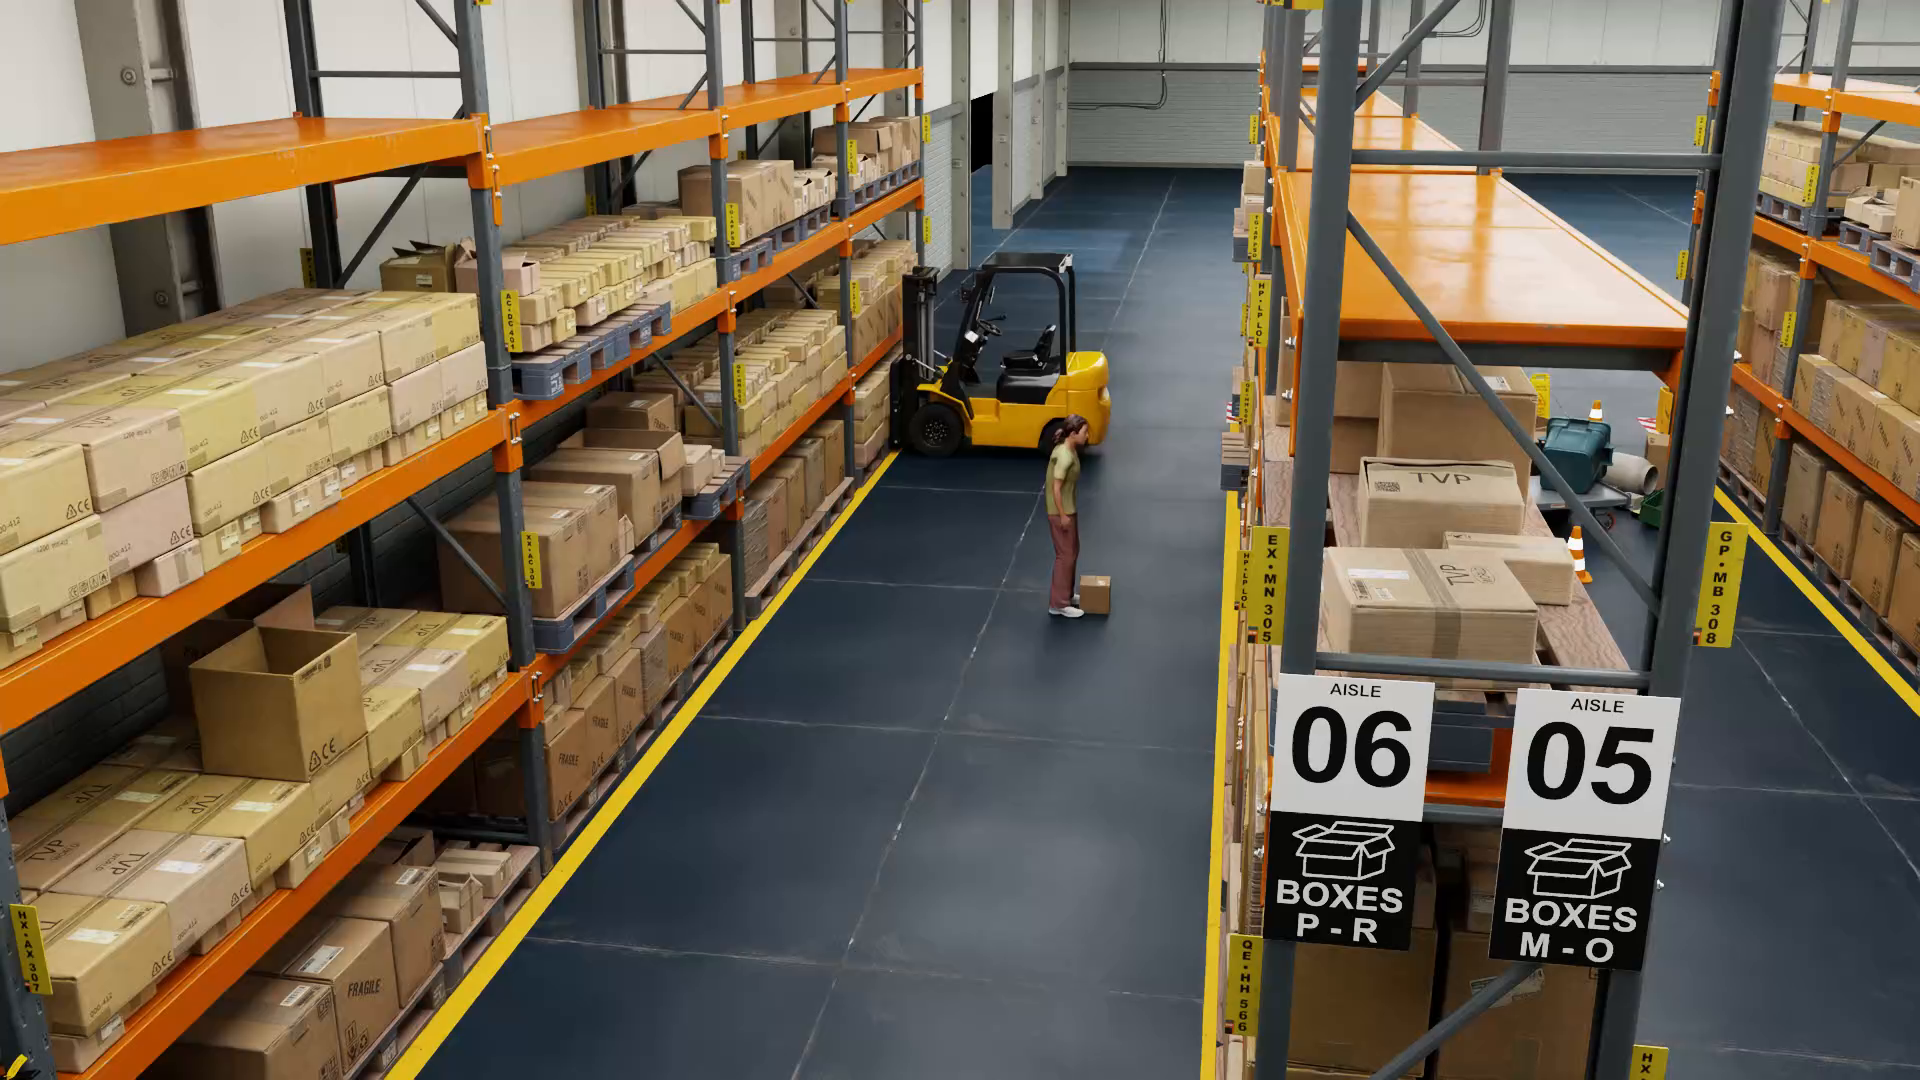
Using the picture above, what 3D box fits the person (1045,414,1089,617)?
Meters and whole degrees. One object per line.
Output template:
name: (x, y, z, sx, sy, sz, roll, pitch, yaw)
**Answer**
person: (0.886, -0.225, 13.751, 0.359, 1.673, 0.498, 3, 18, 9)
